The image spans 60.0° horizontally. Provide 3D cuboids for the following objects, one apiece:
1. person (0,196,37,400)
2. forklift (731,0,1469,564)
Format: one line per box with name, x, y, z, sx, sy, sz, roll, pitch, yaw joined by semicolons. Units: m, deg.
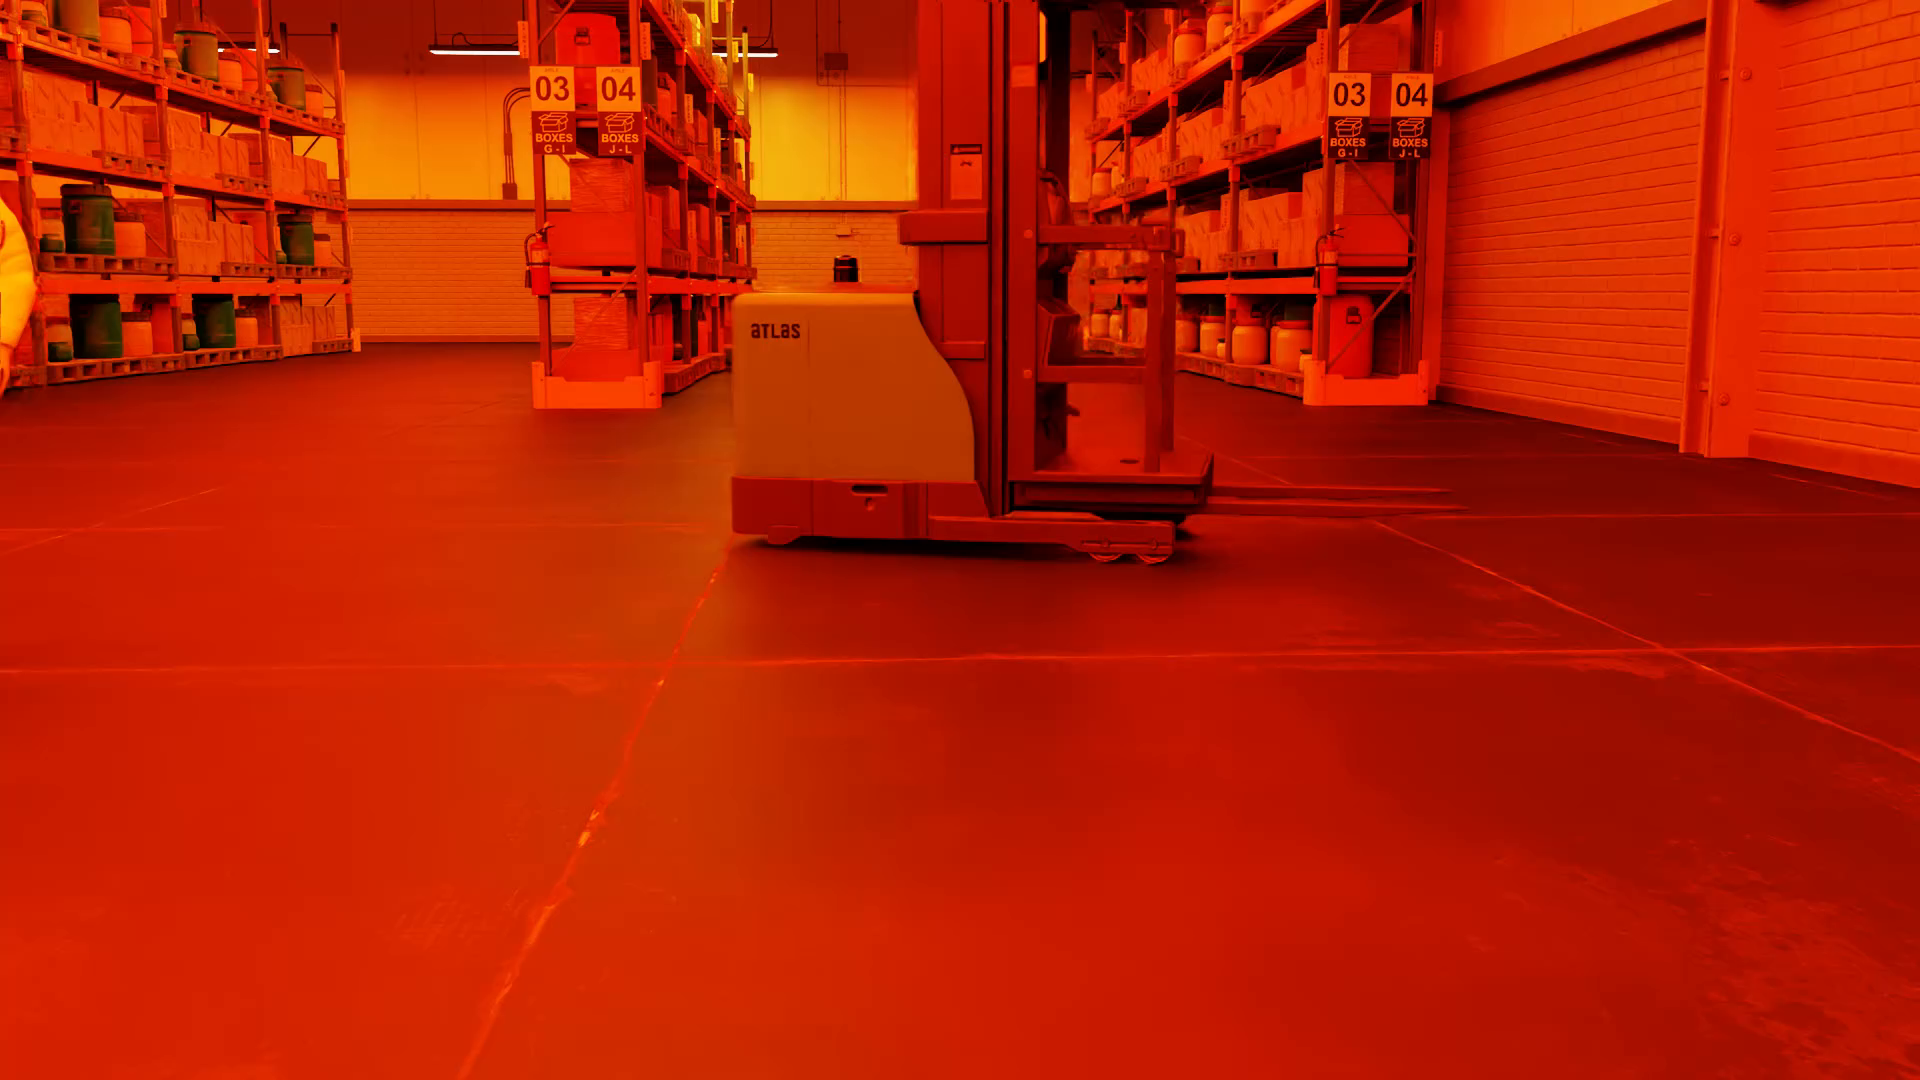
person;-2.911;-0.426;4.678;0.751;1.659;0.439;4;9;23
forklift;0.597;-1.440;7.029;3.031;2.935;1.130;2;9;10
